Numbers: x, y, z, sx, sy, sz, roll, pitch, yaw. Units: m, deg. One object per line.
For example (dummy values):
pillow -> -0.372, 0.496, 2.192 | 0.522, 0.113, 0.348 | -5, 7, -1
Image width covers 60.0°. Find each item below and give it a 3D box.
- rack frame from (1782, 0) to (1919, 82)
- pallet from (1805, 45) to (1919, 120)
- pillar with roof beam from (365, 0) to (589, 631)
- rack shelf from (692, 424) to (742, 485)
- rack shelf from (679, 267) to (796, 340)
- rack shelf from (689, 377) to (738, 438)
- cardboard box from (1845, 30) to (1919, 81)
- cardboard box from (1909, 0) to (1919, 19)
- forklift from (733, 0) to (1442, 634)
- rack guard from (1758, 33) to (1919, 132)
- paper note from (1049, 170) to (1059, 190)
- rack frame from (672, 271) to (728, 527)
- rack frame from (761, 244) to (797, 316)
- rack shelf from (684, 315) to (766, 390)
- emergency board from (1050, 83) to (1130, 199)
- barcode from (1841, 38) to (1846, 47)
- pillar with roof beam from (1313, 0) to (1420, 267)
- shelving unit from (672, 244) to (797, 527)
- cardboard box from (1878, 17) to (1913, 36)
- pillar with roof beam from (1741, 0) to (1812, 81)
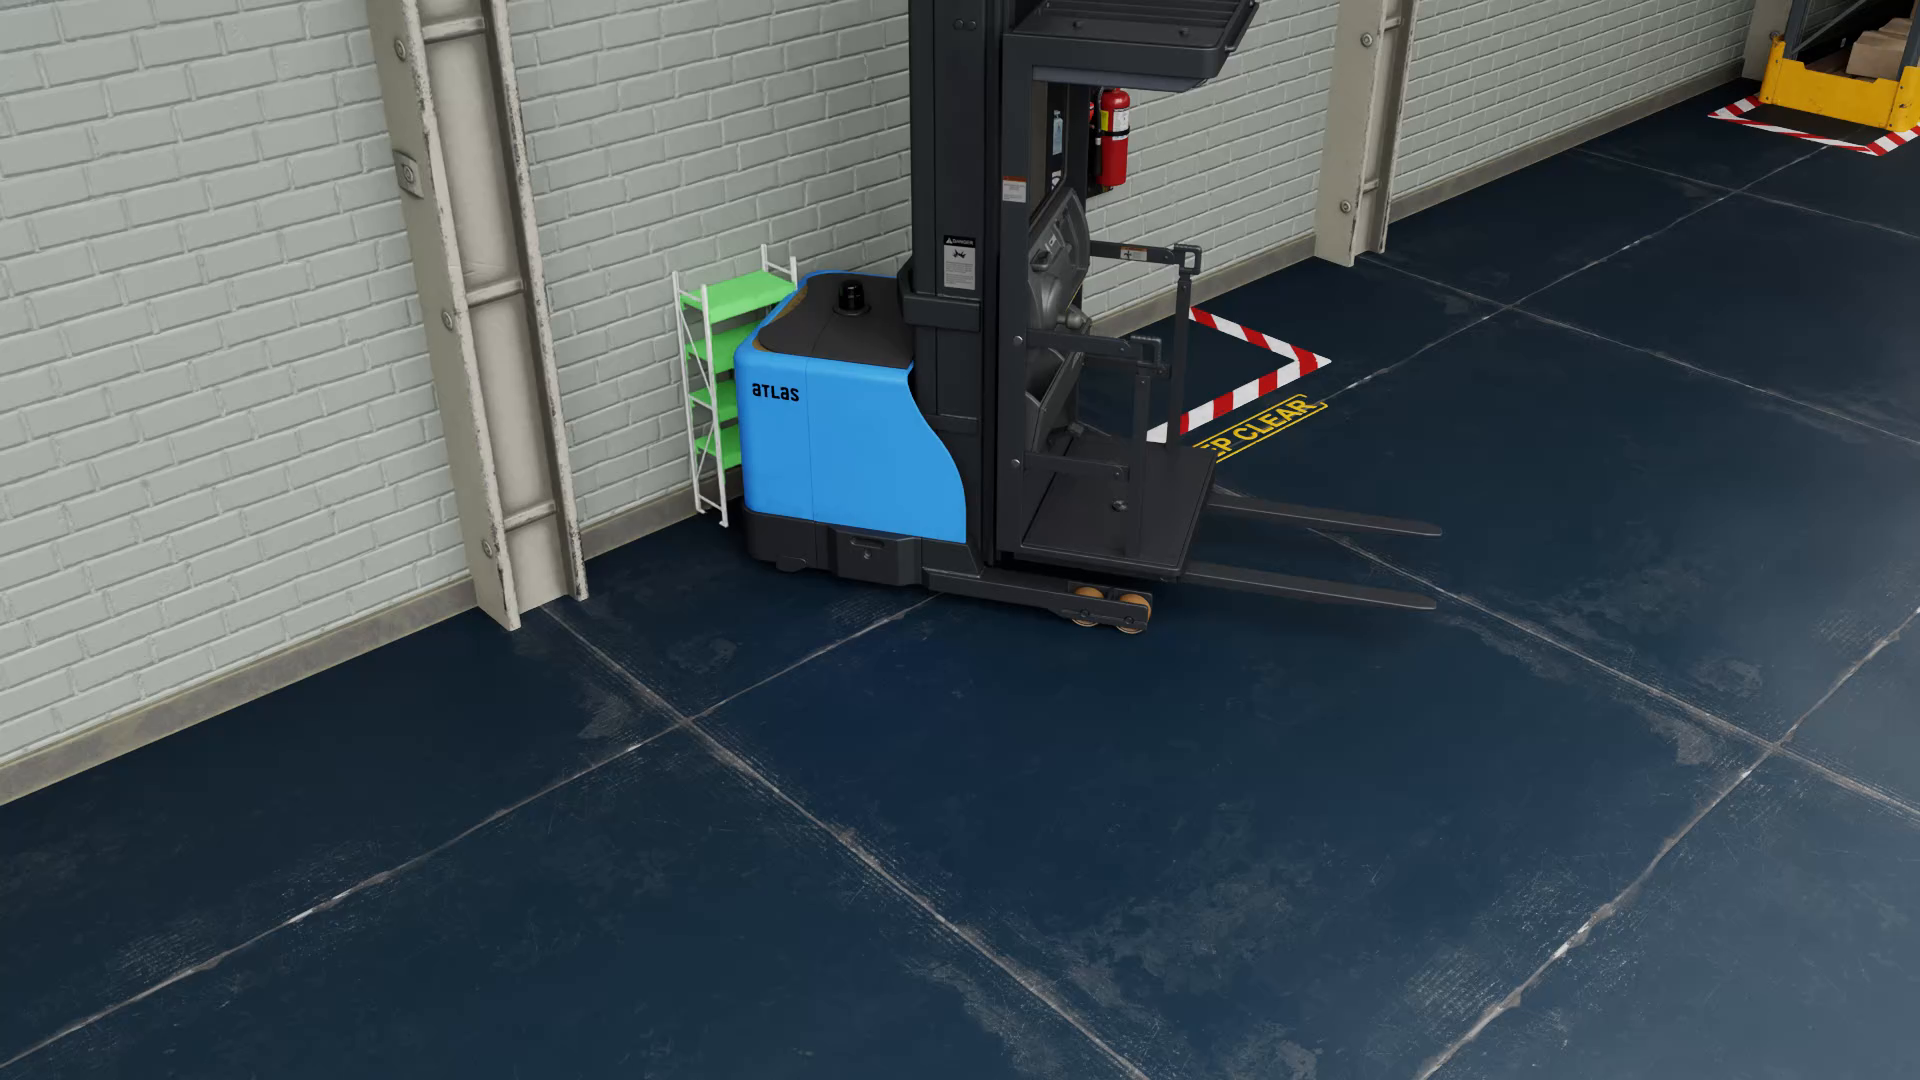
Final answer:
rack frame -> 6.990, -4.695, 12.553 | 0.127, 3.000, 1.000 | -26, 40, -35
pallet -> 7.666, -3.807, 13.774 | 1.213, 0.211, 1.003 | -26, 40, -35
pillar with roof beam -> 1.043, -1.931, 2.281 | 0.400, 9.000, 9.100 | -26, 40, -35
rack shelf -> -0.996, -0.446, 7.849 | 0.480, 0.148, 0.258 | -25, 38, -36
rack shelf -> -1.003, -1.068, 7.488 | 0.480, 0.148, 0.258 | -25, 38, -36
rack shelf -> -0.998, -0.653, 7.729 | 0.480, 0.148, 0.258 | -25, 38, -36
cardboard box -> 7.559, -3.947, 13.485 | 0.500, 0.311, 0.500 | 24, 39, 34
cardboard box -> 8.549, -4.471, 14.161 | 0.700, 0.500, 0.500 | 26, 40, 36
forklift -> 0.599, -1.161, 6.839 | 3.031, 2.935, 1.130 | 9, 32, 14
rack guard -> 7.046, -3.656, 13.249 | 0.348, 0.500, 1.175 | -26, 40, -35
paper note -> 0.501, -1.872, 8.781 | 0.142, 0.148, 0.016 | -26, 40, -35
rack frame -> -1.178, -0.624, 7.554 | 0.015, 1.200, 0.240 | -25, 38, -36
rack frame -> -0.820, -0.793, 7.839 | 0.015, 1.200, 0.240 | -25, 38, -36
rack shelf -> -1.001, -0.861, 7.609 | 0.480, 0.148, 0.258 | -25, 38, -36
emergency board -> 0.678, -2.284, 8.610 | 0.643, 1.169, 0.194 | -26, 40, -35
barcode -> 7.300, -4.110, 13.743 | 0.075, 0.075, 0.001 | -26, 40, -35
pillar with roof beam -> 5.443, -4.059, 5.762 | 0.400, 9.000, 9.100 | -26, 40, -35
shelving unit -> -0.999, -0.708, 7.697 | 0.503, 1.200, 0.258 | -25, 38, -36
cardboard box -> 7.977, -4.149, 13.816 | 0.500, 0.311, 0.500 | -22, 38, -32
pillar with roof beam -> 9.842, -6.187, 9.242 | 0.400, 9.000, 9.100 | -26, 40, -35
